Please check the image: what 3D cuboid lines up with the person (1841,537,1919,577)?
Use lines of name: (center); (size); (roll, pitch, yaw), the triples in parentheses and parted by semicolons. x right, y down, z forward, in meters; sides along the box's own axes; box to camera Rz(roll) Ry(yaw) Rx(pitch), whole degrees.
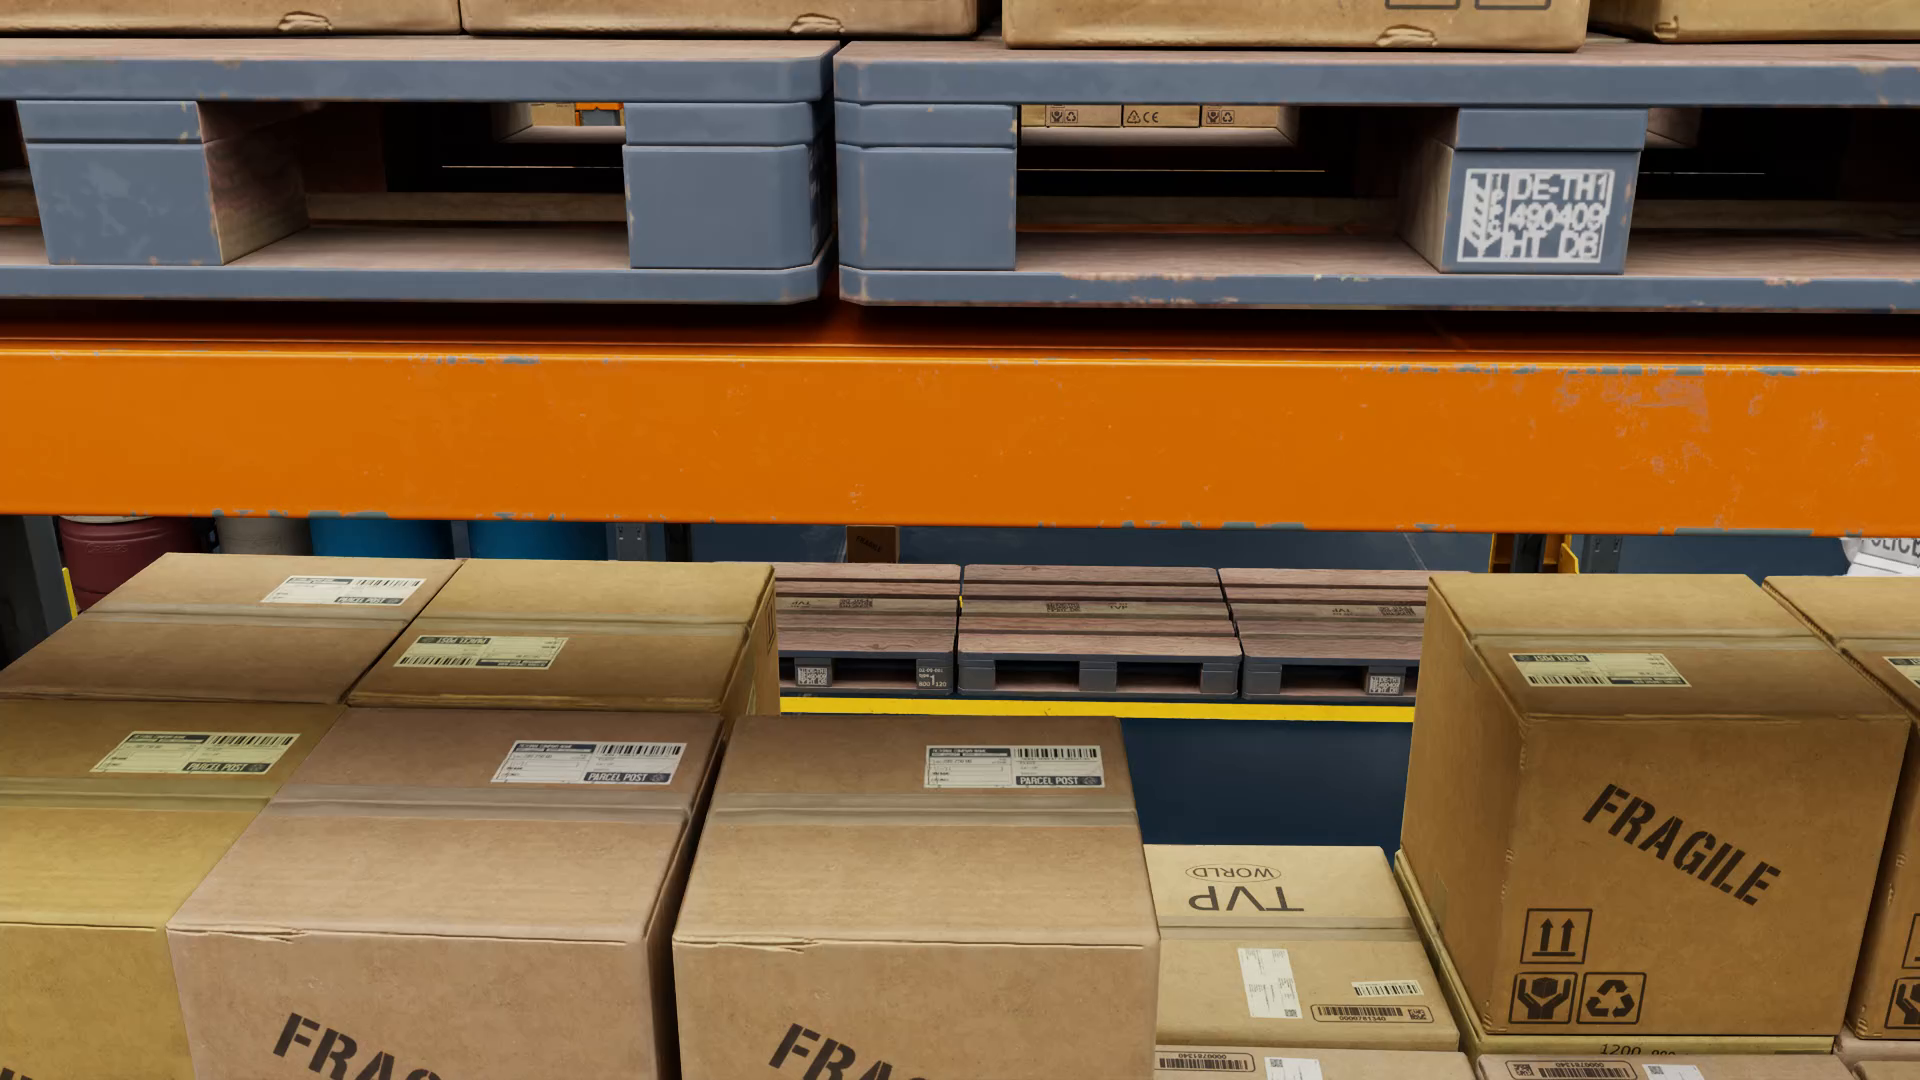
person: (3.350, 0.244, 5.932); (0.904, 1.618, 0.502); (-12, 24, -28)
